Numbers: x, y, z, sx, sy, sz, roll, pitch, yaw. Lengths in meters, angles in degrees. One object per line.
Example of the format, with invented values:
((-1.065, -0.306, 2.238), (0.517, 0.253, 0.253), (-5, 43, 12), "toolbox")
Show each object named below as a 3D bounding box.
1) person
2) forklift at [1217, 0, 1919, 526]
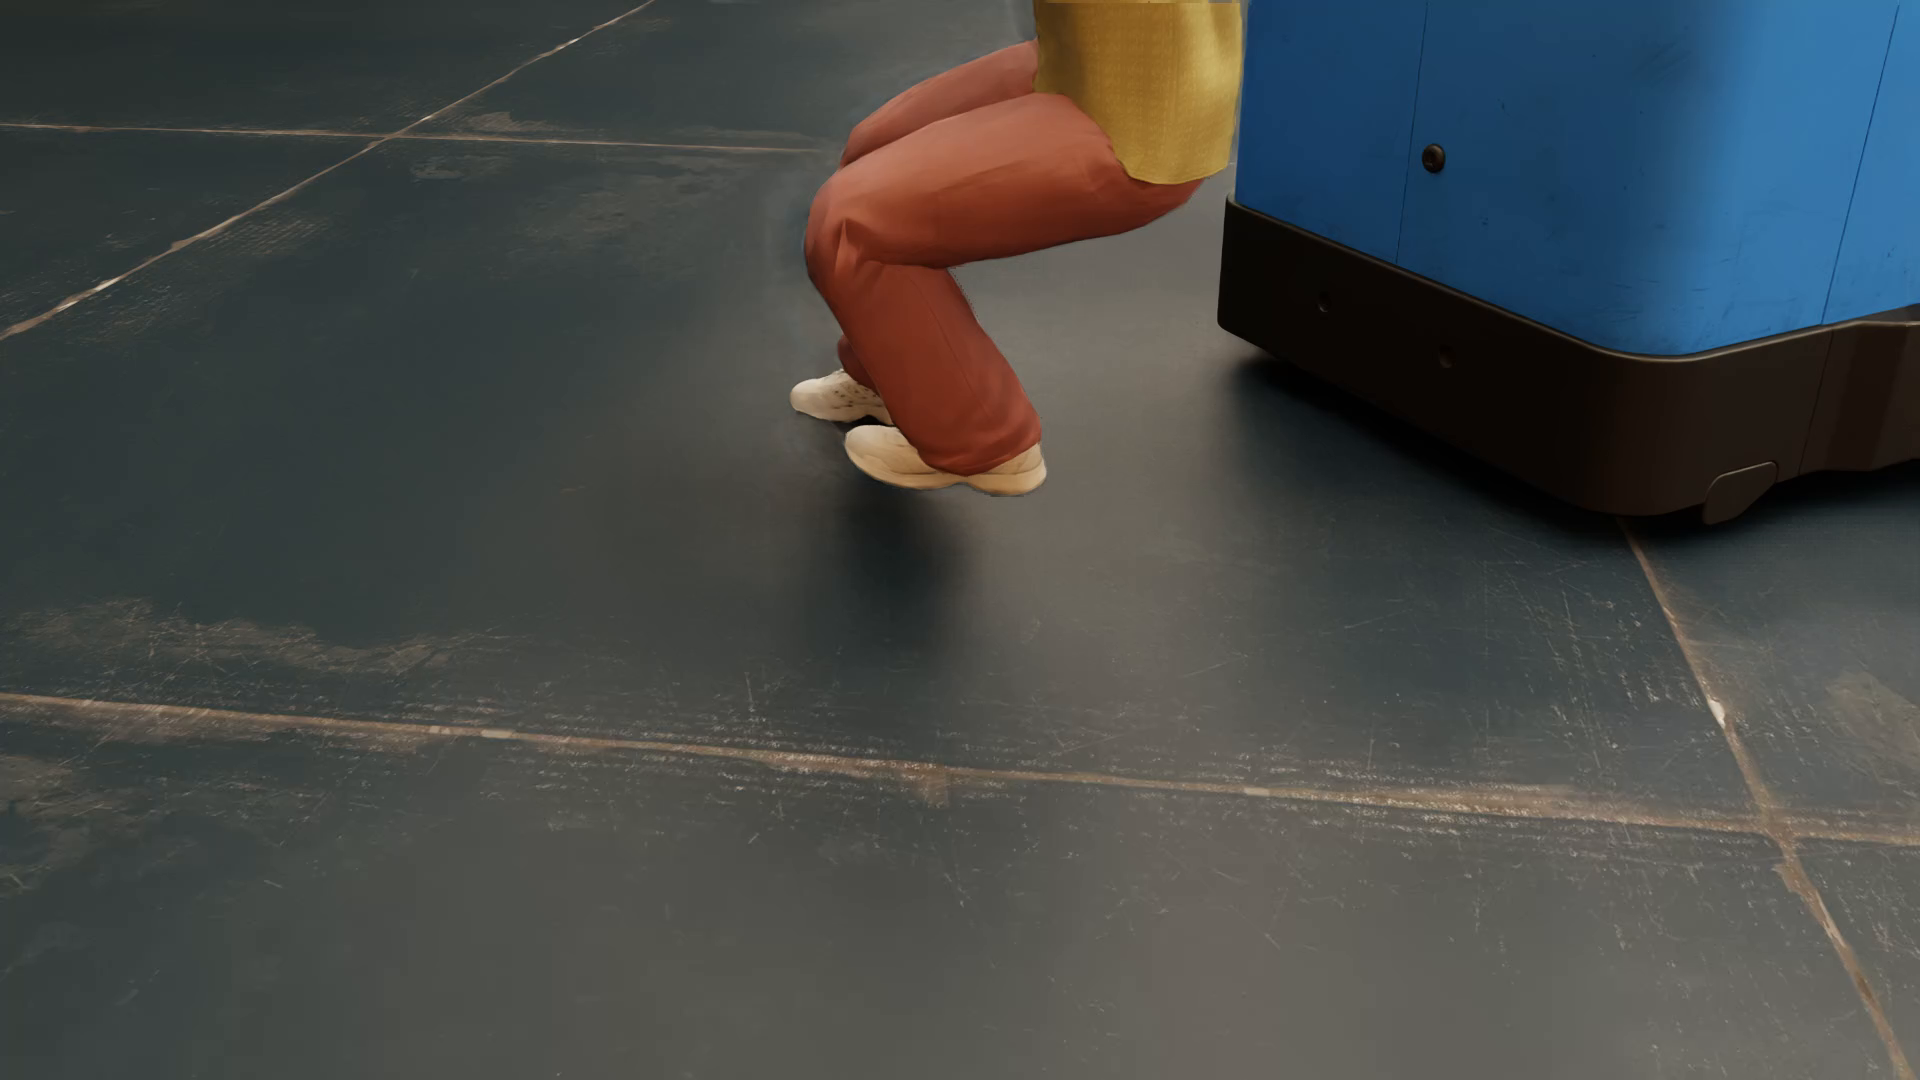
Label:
((0.036, -0.567, 2.118), (0.681, 1.383, 1.454), (-6, 27, -12), "person")
((2.040, -1.783, 2.790), (3.031, 2.935, 1.130), (-13, 29, -24), "forklift")
